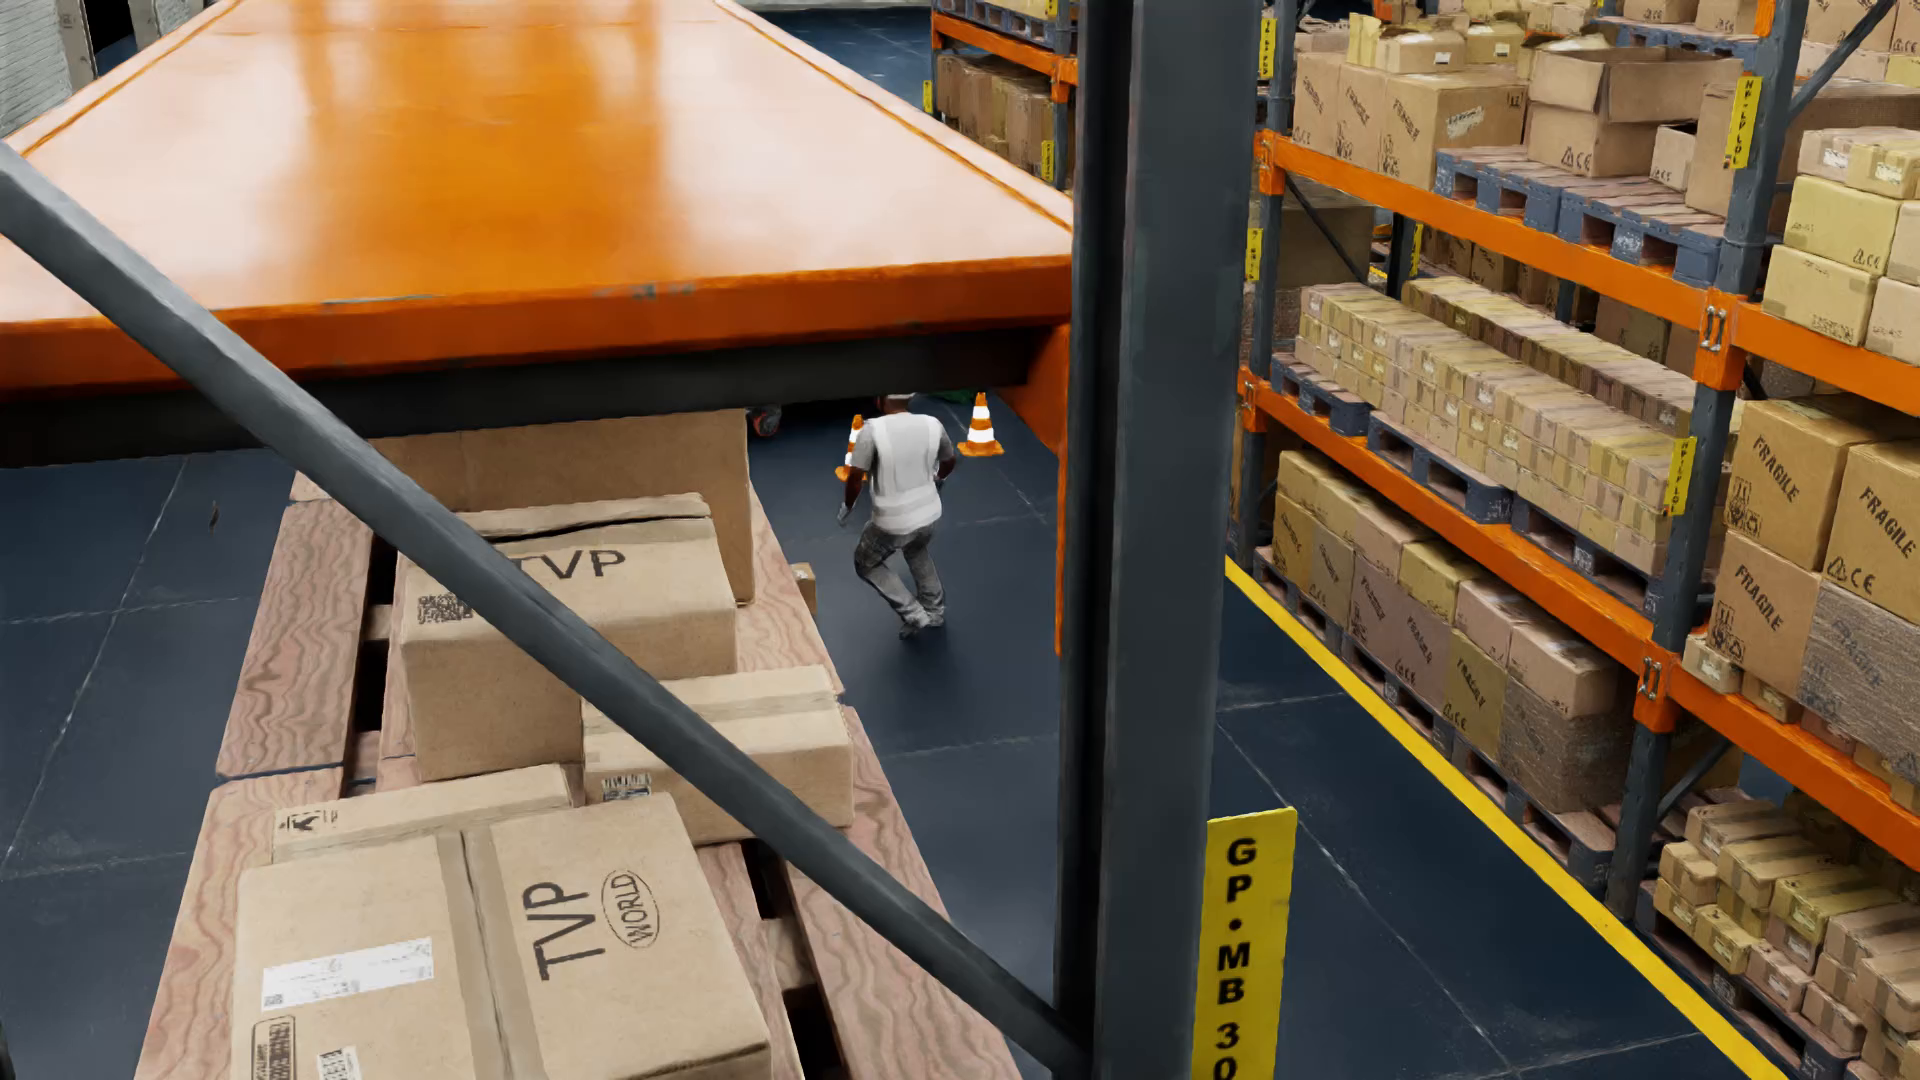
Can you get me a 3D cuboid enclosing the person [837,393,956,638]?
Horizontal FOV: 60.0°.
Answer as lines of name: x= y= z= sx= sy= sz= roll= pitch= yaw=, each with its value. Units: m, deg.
person: x=-0.321 y=-0.200 z=9.686 sx=0.848 sy=1.678 sz=0.501 roll=-18 pitch=29 yaw=-37
